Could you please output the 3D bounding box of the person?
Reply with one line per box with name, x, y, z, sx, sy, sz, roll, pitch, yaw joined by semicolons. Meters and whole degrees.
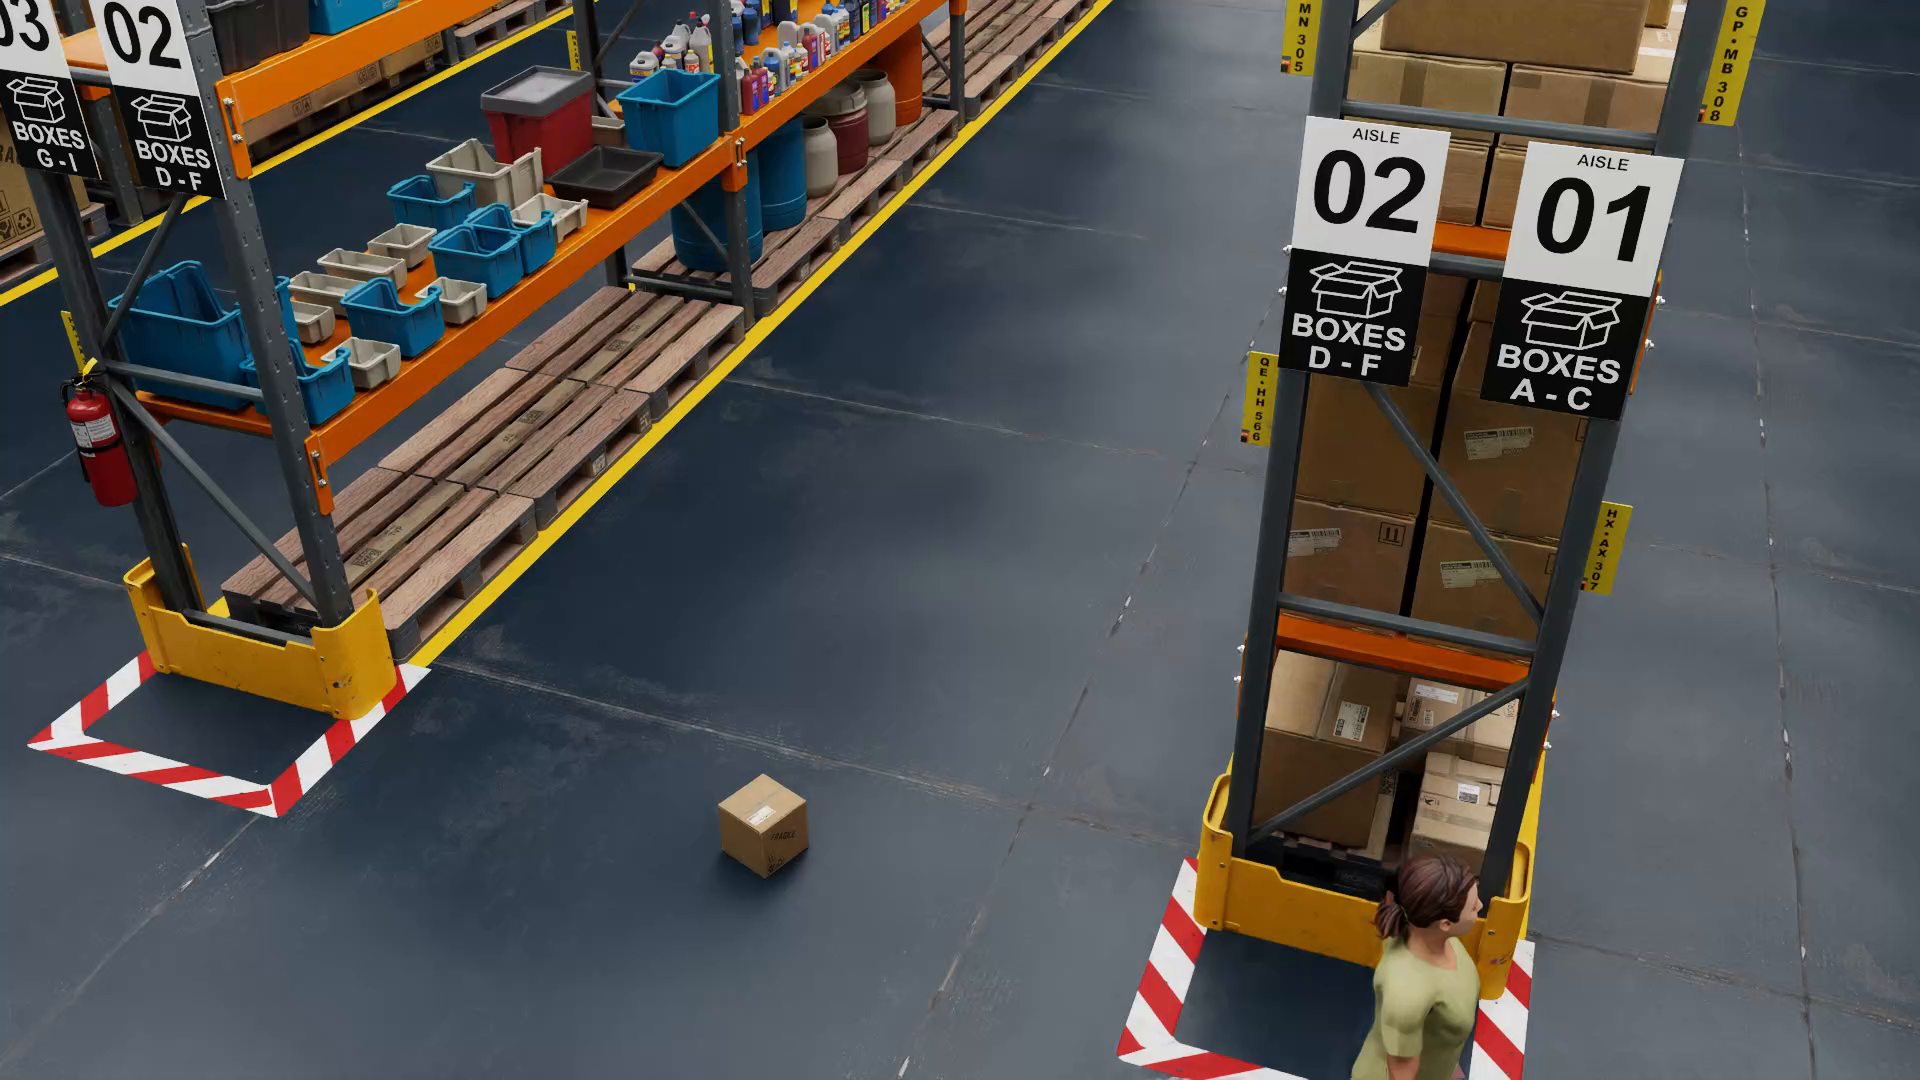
person;1.288;1.589;4.750;0.538;1.728;0.486;16;37;23
